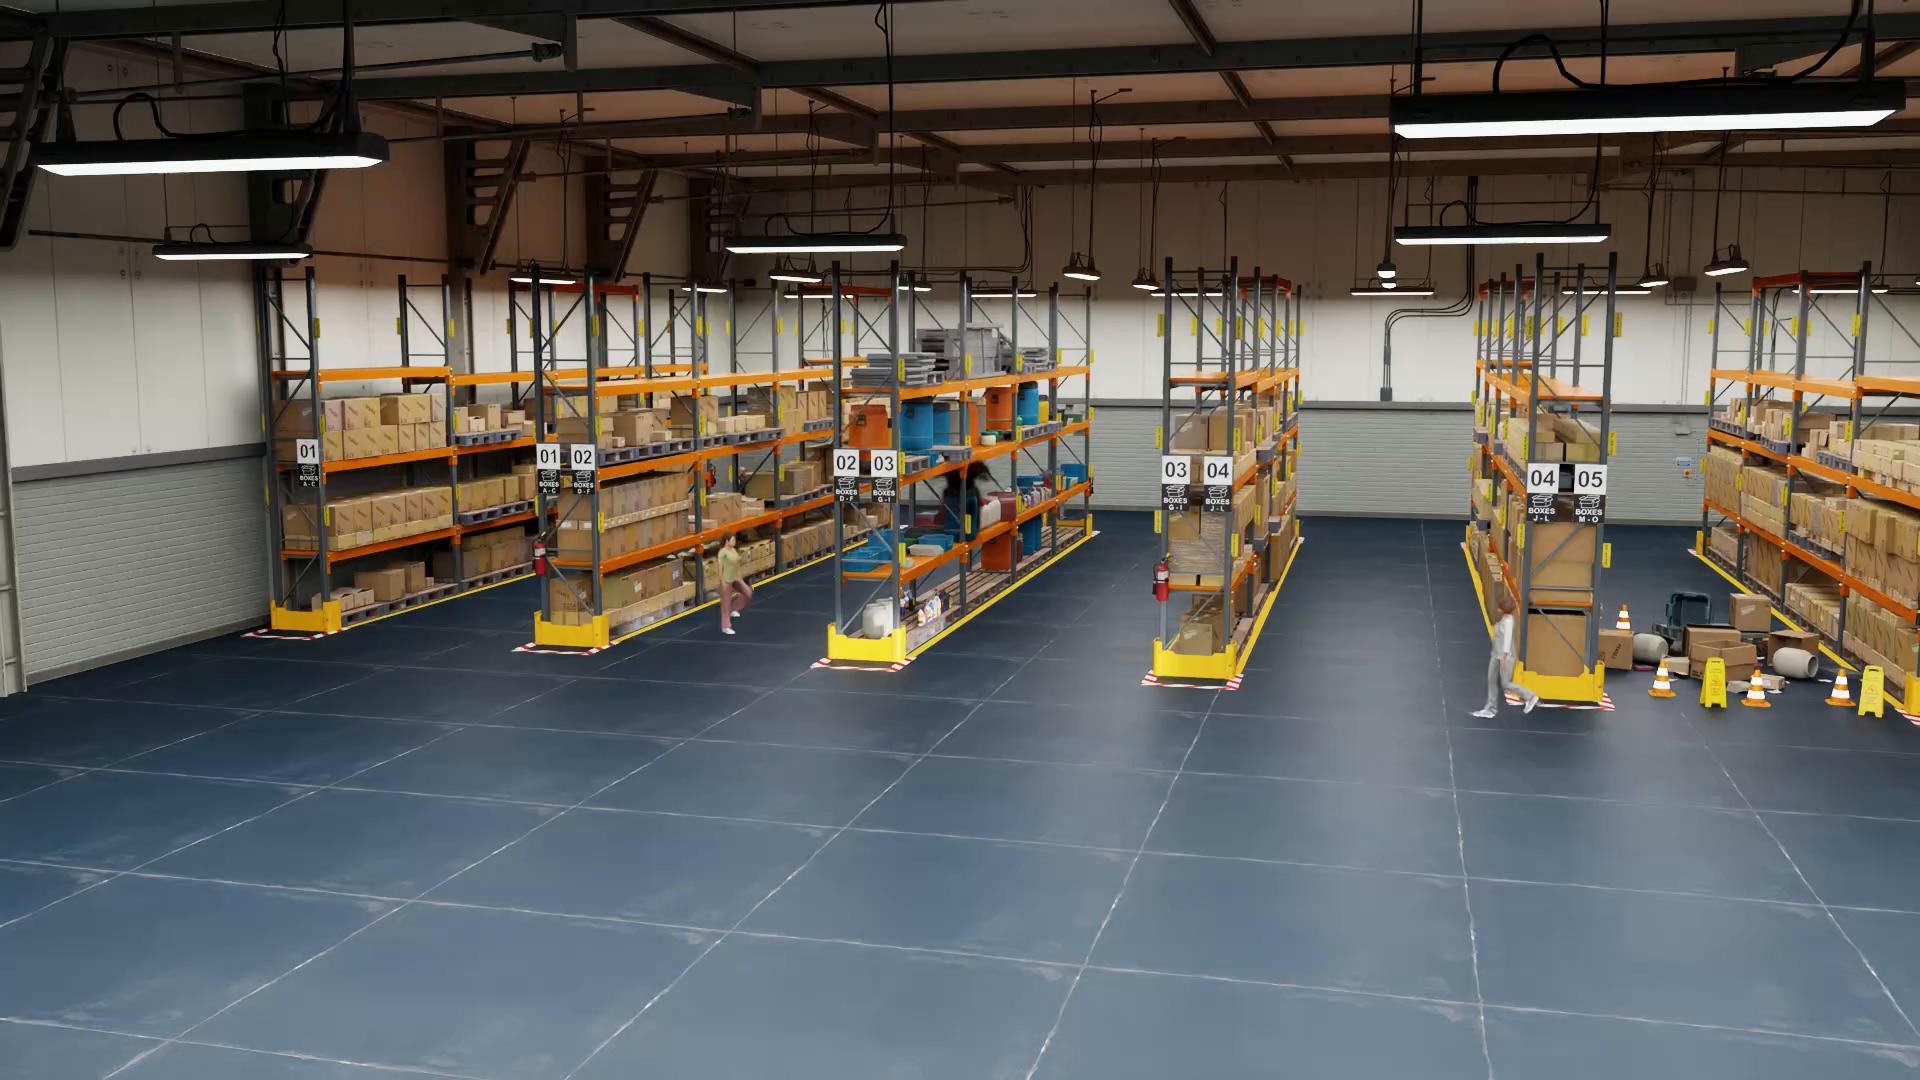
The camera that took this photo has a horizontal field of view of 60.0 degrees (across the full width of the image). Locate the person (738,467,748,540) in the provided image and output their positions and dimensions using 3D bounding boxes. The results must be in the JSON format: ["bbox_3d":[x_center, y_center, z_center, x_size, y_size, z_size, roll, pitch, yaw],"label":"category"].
[{"bbox_3d":[-5.114,-0.901,39.863,0.568,1.721,0.572,4,8,29],"label":"person"}]

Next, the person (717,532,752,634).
[{"bbox_3d":[-3.721,0.701,27.274,0.490,1.686,0.475,4,9,32],"label":"person"}]

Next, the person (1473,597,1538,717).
[{"bbox_3d":[7.044,1.514,21.367,0.760,1.578,0.407,-1,7,-9],"label":"person"}]

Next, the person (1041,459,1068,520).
[{"bbox_3d":[2.524,-1.349,43.829,0.592,1.613,1.017,-4,8,-26],"label":"person"}]
